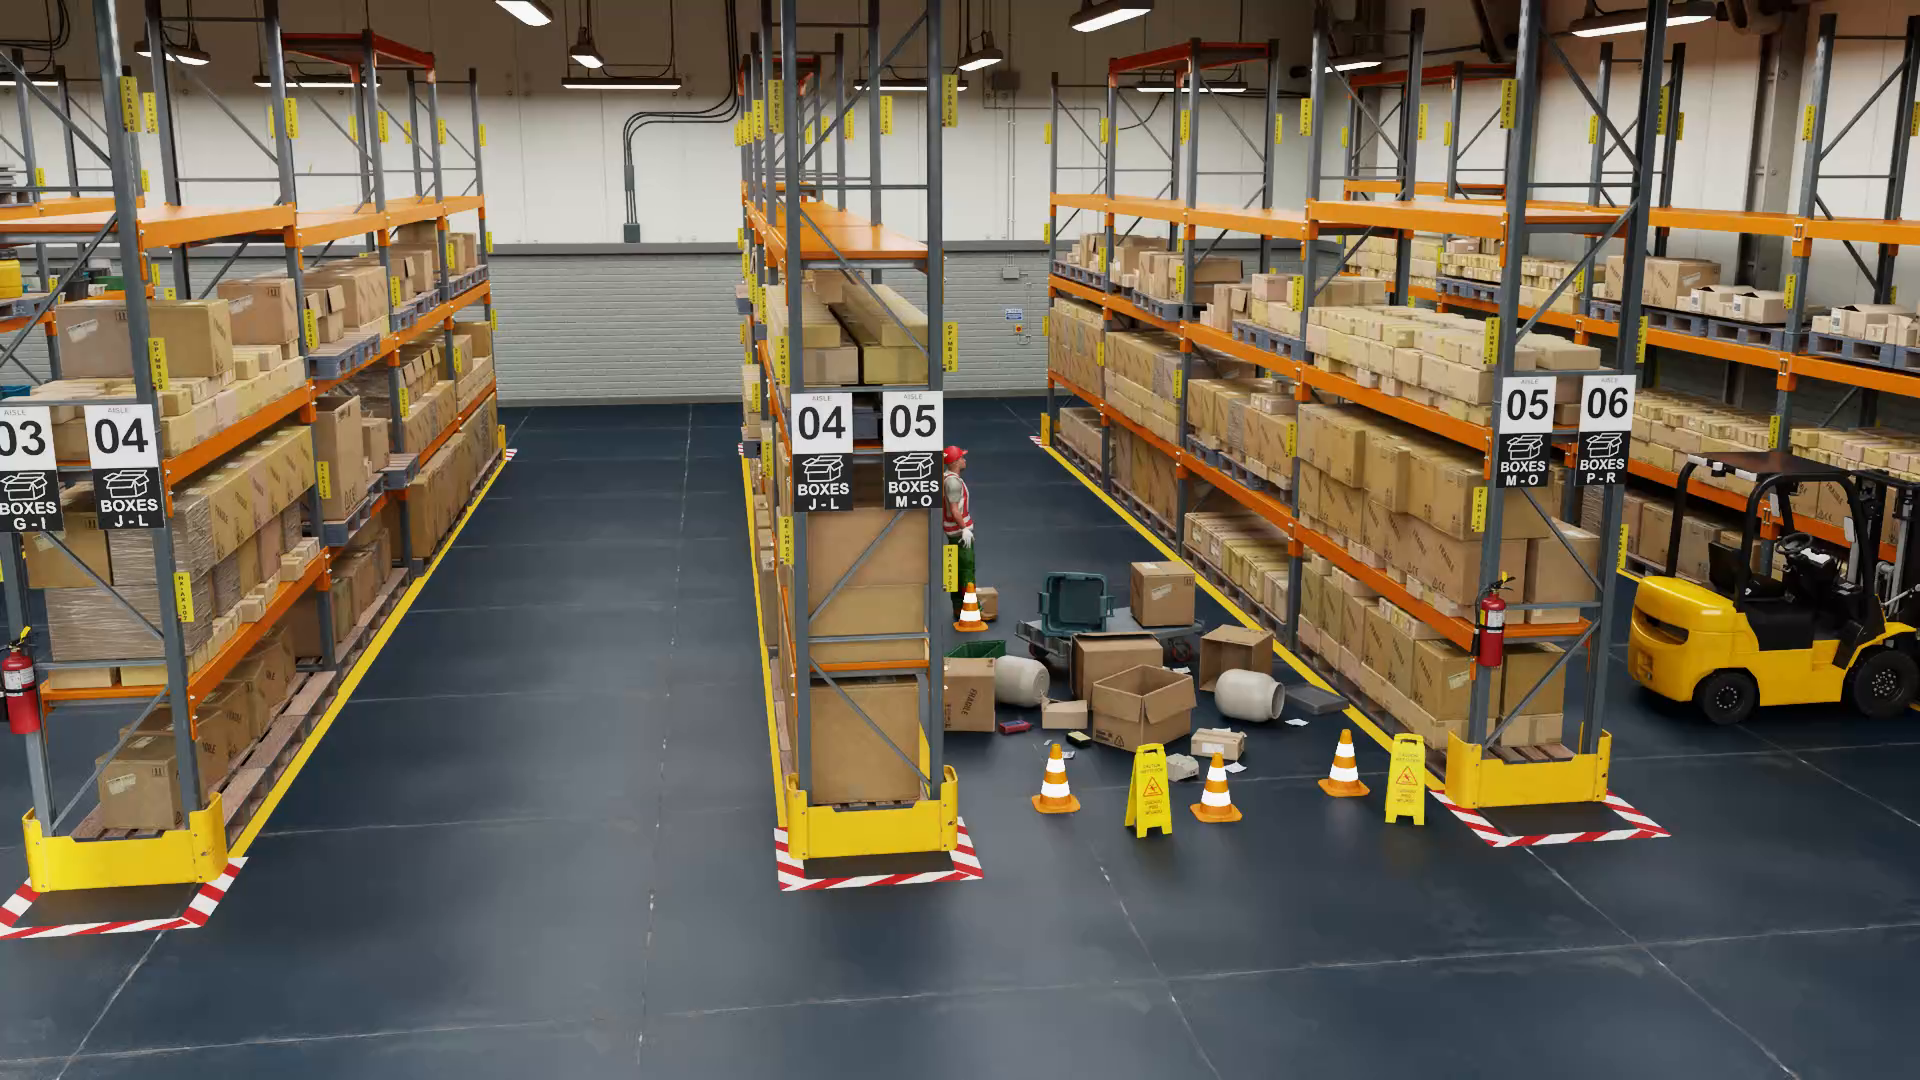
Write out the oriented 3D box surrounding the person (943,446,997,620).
[{"bbox_3d":[0.067,-0.089,17.276,0.562,1.789,0.638,-2,13,-8],"label":"person"}]
